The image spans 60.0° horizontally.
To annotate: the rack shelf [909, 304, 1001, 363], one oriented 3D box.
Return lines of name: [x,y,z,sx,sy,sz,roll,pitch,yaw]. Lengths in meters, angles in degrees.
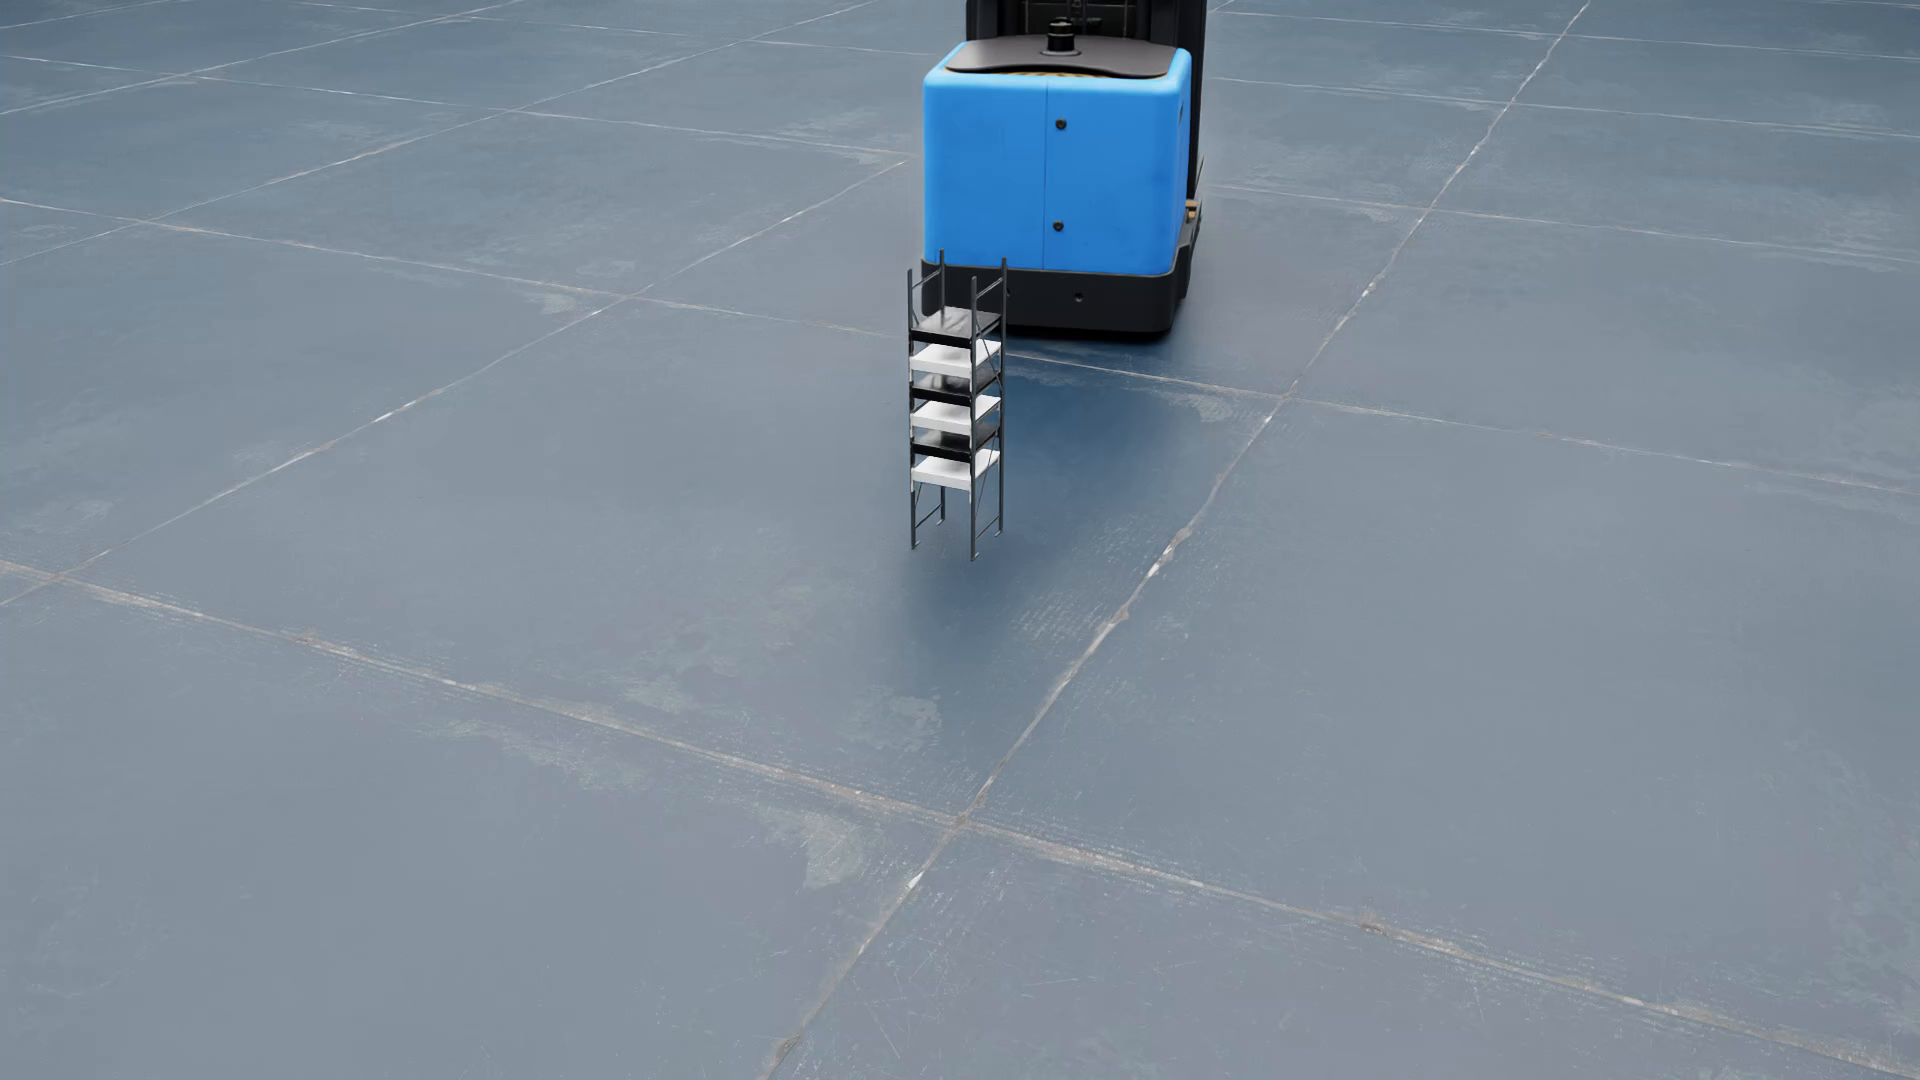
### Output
rack shelf: [-0.007,-0.618,4.950,0.200,0.077,0.258,11,28,22]

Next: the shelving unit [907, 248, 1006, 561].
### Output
shelving unit: [-0.007,-0.405,5.054,0.210,0.900,0.258,11,28,22]

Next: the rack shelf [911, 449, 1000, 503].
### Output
rack shelf: [-0.007,-0.214,5.148,0.200,0.077,0.258,11,28,22]

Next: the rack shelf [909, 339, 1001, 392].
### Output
rack shelf: [-0.007,-0.537,4.989,0.200,0.077,0.258,11,28,22]

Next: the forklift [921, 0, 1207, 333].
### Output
forklift: [0.614,-2.791,7.600,1.130,2.935,3.031,5,27,9]

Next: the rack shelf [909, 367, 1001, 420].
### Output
rack shelf: [-0.007,-0.456,5.029,0.200,0.077,0.258,11,28,22]

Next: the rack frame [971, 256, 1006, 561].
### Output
rack frame: [0.085,-0.387,5.016,0.006,0.900,0.240,11,28,22]

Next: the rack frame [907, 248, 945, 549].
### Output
rack frame: [-0.100,-0.424,5.092,0.006,0.900,0.240,11,28,22]

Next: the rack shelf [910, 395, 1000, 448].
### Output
rack shelf: [-0.007,-0.375,5.069,0.200,0.077,0.258,11,28,22]

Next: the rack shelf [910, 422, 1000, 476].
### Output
rack shelf: [-0.007,-0.295,5.109,0.200,0.077,0.258,11,28,22]
